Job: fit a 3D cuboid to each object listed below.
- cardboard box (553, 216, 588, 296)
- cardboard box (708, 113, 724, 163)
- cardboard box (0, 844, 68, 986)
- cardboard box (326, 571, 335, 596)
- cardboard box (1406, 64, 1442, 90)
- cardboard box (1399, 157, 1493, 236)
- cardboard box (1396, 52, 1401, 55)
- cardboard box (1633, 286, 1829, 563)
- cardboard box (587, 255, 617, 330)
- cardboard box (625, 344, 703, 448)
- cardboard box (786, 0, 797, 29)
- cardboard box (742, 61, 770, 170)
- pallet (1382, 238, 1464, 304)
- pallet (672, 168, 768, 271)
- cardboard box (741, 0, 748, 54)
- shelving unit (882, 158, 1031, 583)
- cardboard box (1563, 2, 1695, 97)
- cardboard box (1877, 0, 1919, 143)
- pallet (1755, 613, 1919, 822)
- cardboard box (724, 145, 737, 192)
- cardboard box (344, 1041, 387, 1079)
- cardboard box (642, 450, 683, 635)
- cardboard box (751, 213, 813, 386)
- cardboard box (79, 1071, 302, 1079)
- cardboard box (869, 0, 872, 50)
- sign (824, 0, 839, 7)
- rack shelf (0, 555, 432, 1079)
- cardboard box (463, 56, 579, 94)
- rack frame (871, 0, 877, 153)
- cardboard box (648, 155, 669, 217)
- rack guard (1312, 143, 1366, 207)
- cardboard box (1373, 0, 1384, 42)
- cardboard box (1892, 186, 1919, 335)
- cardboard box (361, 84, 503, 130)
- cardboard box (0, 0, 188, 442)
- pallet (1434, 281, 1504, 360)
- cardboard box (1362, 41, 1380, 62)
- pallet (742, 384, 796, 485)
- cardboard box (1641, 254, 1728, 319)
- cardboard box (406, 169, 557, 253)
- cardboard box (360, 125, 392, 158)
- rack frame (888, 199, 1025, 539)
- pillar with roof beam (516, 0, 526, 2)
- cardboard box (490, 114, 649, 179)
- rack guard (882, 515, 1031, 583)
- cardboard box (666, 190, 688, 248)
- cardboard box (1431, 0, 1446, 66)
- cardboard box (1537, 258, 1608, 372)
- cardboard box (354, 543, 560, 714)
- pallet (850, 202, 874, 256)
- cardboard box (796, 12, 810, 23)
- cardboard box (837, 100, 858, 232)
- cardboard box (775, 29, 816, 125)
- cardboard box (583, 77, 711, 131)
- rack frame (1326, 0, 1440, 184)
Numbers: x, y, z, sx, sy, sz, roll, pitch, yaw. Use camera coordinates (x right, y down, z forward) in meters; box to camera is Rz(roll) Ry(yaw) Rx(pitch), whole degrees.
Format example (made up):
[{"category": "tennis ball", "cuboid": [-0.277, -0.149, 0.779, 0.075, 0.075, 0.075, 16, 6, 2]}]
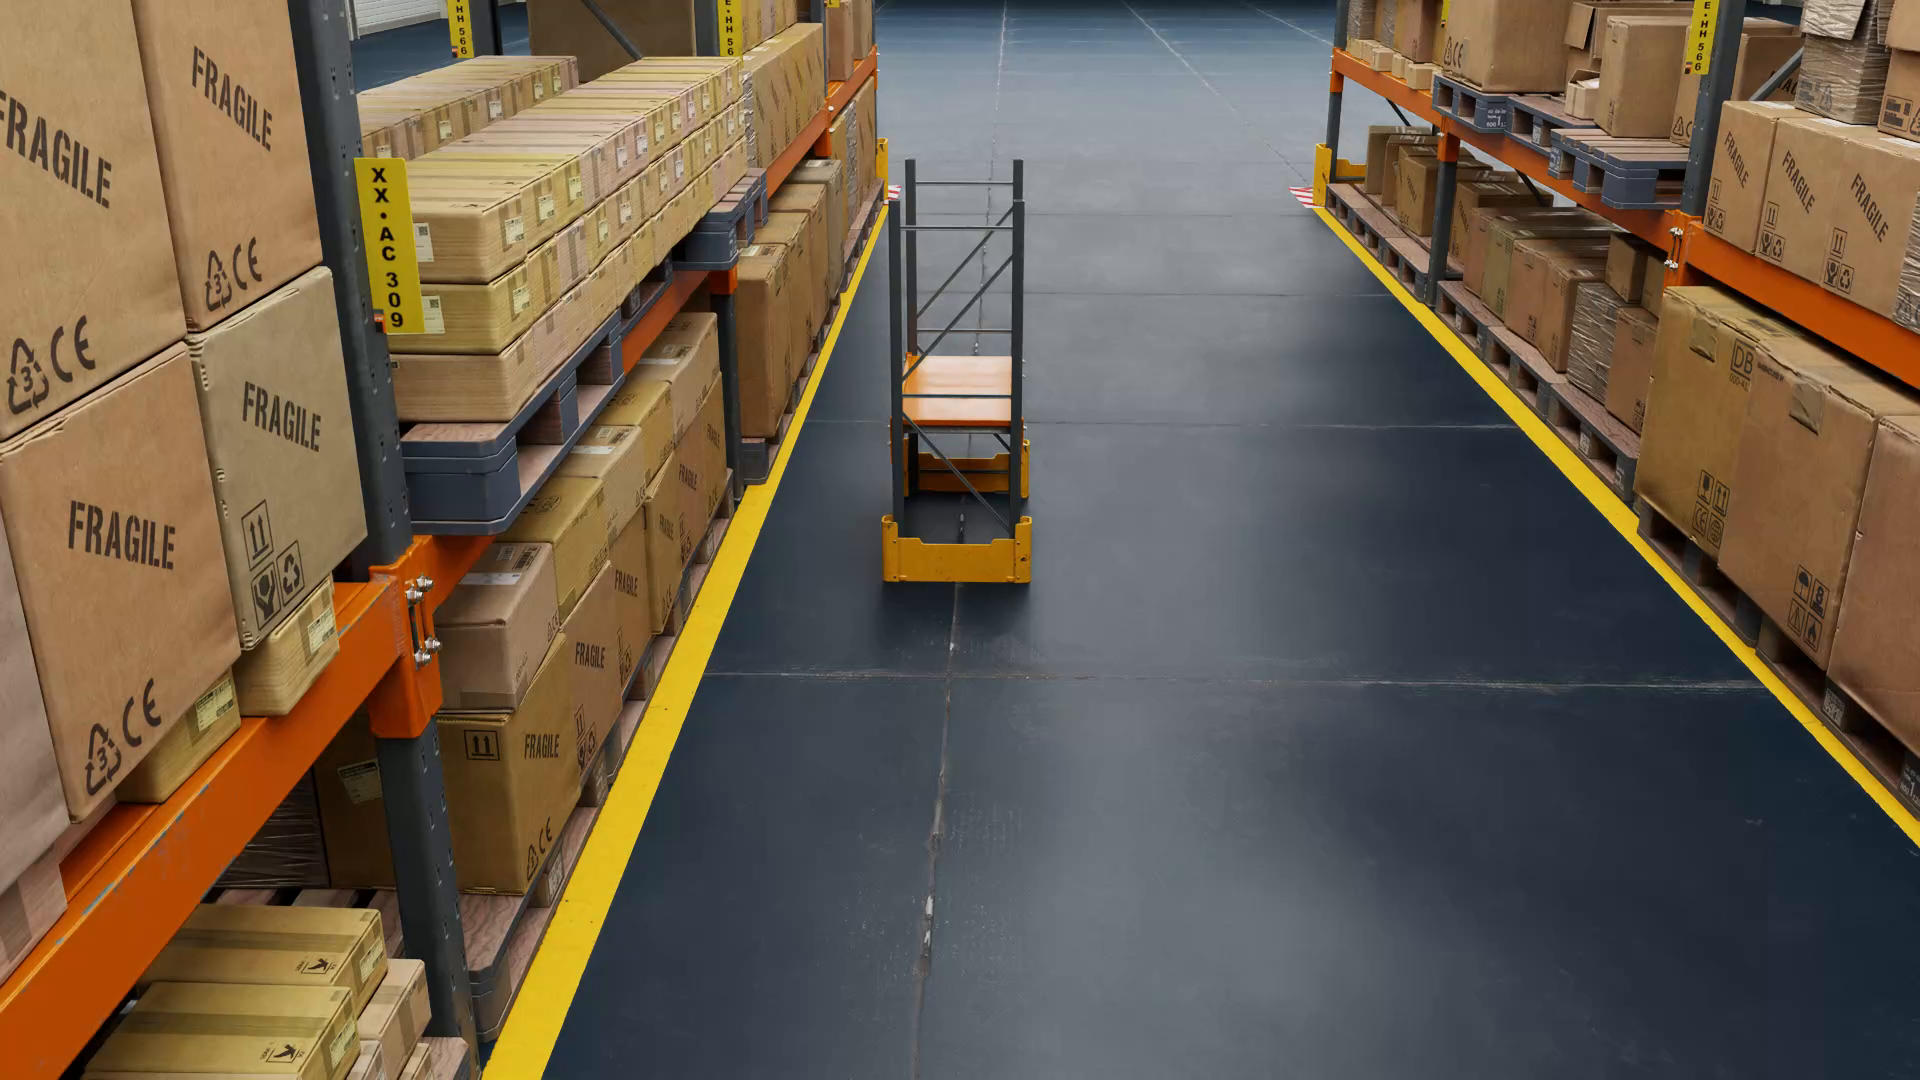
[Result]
[{"category": "cardboard box", "cuboid": [-1.118, -0.685, 4.003, 0.380, 0.149, 0.250, 1, 21, 3]}, {"category": "cardboard box", "cuboid": [-1.053, -1.431, 5.927, 0.380, 0.149, 0.250, 1, 21, 3]}, {"category": "cardboard box", "cuboid": [-1.356, 0.462, 2.040, 0.380, 0.149, 0.250, 0, 21, -1]}, {"category": "cardboard box", "cuboid": [-1.378, 0.080, 3.024, 0.380, 0.149, 0.250, 0, 21, 1]}, {"category": "cardboard box", "cuboid": [3.288, -3.180, 11.425, 0.380, 0.149, 0.250, 1, 21, 2]}, {"category": "cardboard box", "cuboid": [3.597, -2.552, 12.333, 0.500, 0.500, 0.500, -1, 21, -3]}, {"category": "cardboard box", "cuboid": [3.452, -3.540, 12.353, 0.380, 0.149, 0.250, 1, 21, 2]}, {"category": "cardboard box", "cuboid": [3.431, -0.454, 6.409, 1.225, 0.875, 0.875, 0, 21, -1]}, {"category": "cardboard box", "cuboid": [-1.109, -0.641, 4.300, 0.380, 0.149, 0.250, 1, 21, 2]}, {"category": "cardboard box", "cuboid": [-1.245, -0.537, 6.103, 0.500, 0.250, 0.500, 1, 21, 2]}, {"category": "cardboard box", "cuboid": [-1.369, -3.369, 10.044, 0.700, 0.500, 0.500, 0, 21, 1]}, {"category": "cardboard box", "cuboid": [-1.186, -1.979, 7.845, 0.500, 0.500, 0.500, 0, 21, 1]}, {"category": "pallet", "cuboid": [3.580, -1.888, 11.602, 1.003, 0.211, 1.213, 1, 21, 2]}, {"category": "pallet", "cuboid": [-1.397, -1.241, 6.346, 1.213, 0.211, 1.003, 1, 21, 2]}, {"category": "cardboard box", "cuboid": [-1.431, -2.633, 8.147, 0.700, 0.500, 0.500, 0, 21, 1]}, {"category": "shelving unit", "cuboid": [0.002, -0.727, 6.829, 0.587, 1.500, 1.083, 1, 21, 2]}, {"category": "cardboard box", "cuboid": [3.634, -2.561, 8.758, 0.797, 0.503, 0.637, 3, 21, 7]}, {"category": "cardboard box", "cuboid": [3.412, -1.513, 5.256, 0.797, 0.503, 0.637, 1, 21, 3]}, {"category": "pallet", "cuboid": [3.334, 0.526, 5.382, 1.003, 0.211, 1.213, 1, 21, 2]}, {"category": "cardboard box", "cuboid": [-1.047, -1.395, 6.244, 0.380, 0.149, 0.250, 1, 21, 1]}, {"category": "cardboard box", "cuboid": [-1.291, 1.067, 3.082, 0.380, 0.149, 0.250, 0, 21, -1]}, {"category": "cardboard box", "cuboid": [-1.260, 0.000, 5.757, 0.500, 0.500, 0.500, 0, 21, -1]}, {"category": "cardboard box", "cuboid": [-1.350, -1.272, 8.689, 1.050, 0.750, 0.750, 1, 21, 2]}, {"category": "cardboard box", "cuboid": [-1.323, 1.027, 2.773, 0.380, 0.149, 0.250, 0, 21, 1]}, {"category": "cardboard box", "cuboid": [-1.204, -4.417, 14.059, 0.875, 0.550, 0.550, 1, 21, 2]}, {"category": "sign", "cuboid": [-0.817, -3.536, 10.504, 0.100, 0.325, 0.005, 1, 21, 2]}, {"category": "rack shelf", "cuboid": [-1.664, 0.915, 1.517, 1.077, 0.370, 4.000, 1, 21, 2]}, {"category": "cardboard box", "cuboid": [-1.690, -1.779, 6.411, 0.380, 0.149, 0.250, 1, 21, 2]}, {"category": "rack frame", "cuboid": [-1.238, -4.482, 14.433, 1.000, 3.000, 0.127, 1, 21, 2]}, {"category": "cardboard box", "cuboid": [-1.086, -1.063, 4.978, 0.380, 0.149, 0.250, 0, 21, 1]}, {"category": "rack guard", "cuboid": [3.714, -3.198, 14.580, 1.175, 0.500, 0.348, 1, 21, 2]}, {"category": "cardboard box", "cuboid": [3.777, -4.195, 13.145, 0.875, 0.500, 0.500, 1, 21, 2]}, {"category": "cardboard box", "cuboid": [3.143, -0.820, 4.856, 0.500, 0.500, 0.500, 1, 21, 2]}, {"category": "cardboard box", "cuboid": [-1.722, -1.401, 5.437, 0.380, 0.149, 0.250, 2, 21, 4]}, {"category": "cardboard box", "cuboid": [-1.358, -0.435, 2.071, 0.500, 0.500, 0.500, 0, 21, 0]}, {"category": "pallet", "cuboid": [3.572, -1.363, 10.250, 1.003, 0.211, 1.213, 1, 21, 2]}, {"category": "cardboard box", "cuboid": [3.433, -3.902, 13.286, 0.380, 0.149, 0.250, 1, 21, 2]}, {"category": "pallet", "cuboid": [-1.382, -0.574, 8.215, 1.003, 0.211, 1.213, 1, 21, 2]}, {"category": "cardboard box", "cuboid": [3.463, -1.130, 7.606, 0.500, 0.250, 0.500, 1, 21, 4]}, {"category": "cardboard box", "cuboid": [-1.129, -0.737, 3.727, 0.380, 0.149, 0.250, 1, 21, 3]}, {"category": "cardboard box", "cuboid": [-1.750, -1.021, 4.457, 0.380, 0.149, 0.250, 0, 21, 0]}, {"category": "rack frame", "cuboid": [-0.013, -0.546, 6.363, 0.500, 1.500, 0.032, 1, 21, 2]}, {"category": "pillar with roof beam", "cuboid": [-6.857, -17.908, 40.742, 9.100, 9.000, 0.400, 1, 21, 2]}, {"category": "cardboard box", "cuboid": [-1.093, -1.104, 4.672, 0.380, 0.149, 0.250, 1, 21, 4]}, {"category": "rack guard", "cuboid": [-0.013, 0.036, 6.591, 0.587, 0.250, 0.087, 1, 21, 2]}, {"category": "cardboard box", "cuboid": [-1.082, -1.021, 5.280, 0.380, 0.149, 0.250, 1, 21, 3]}, {"category": "cardboard box", "cuboid": [3.720, -3.472, 11.282, 0.875, 0.500, 0.500, 1, 21, 2]}, {"category": "cardboard box", "cuboid": [3.488, -1.186, 8.787, 0.700, 0.500, 0.500, 2, 21, 6]}, {"category": "cardboard box", "cuboid": [-1.317, 0.213, 4.173, 0.500, 0.250, 0.500, 0, 21, -1]}, {"category": "pallet", "cuboid": [-1.224, -2.452, 13.056, 1.003, 0.211, 1.213, 1, 21, 2]}, {"category": "cardboard box", "cuboid": [-1.361, -3.239, 11.023, 0.875, 0.550, 0.550, 1, 21, 2]}, {"category": "cardboard box", "cuboid": [-1.247, -2.793, 12.438, 0.875, 0.875, 0.875, 1, 21, 2]}, {"category": "cardboard box", "cuboid": [-1.124, -2.708, 9.723, 0.500, 0.500, 0.500, 0, 21, 1]}, {"category": "cardboard box", "cuboid": [-1.061, -1.481, 5.644, 0.380, 0.149, 0.250, 1, 21, 3]}, {"category": "rack frame", "cuboid": [3.716, -4.391, 14.198, 1.000, 3.000, 0.127, 1, 21, 2]}]
